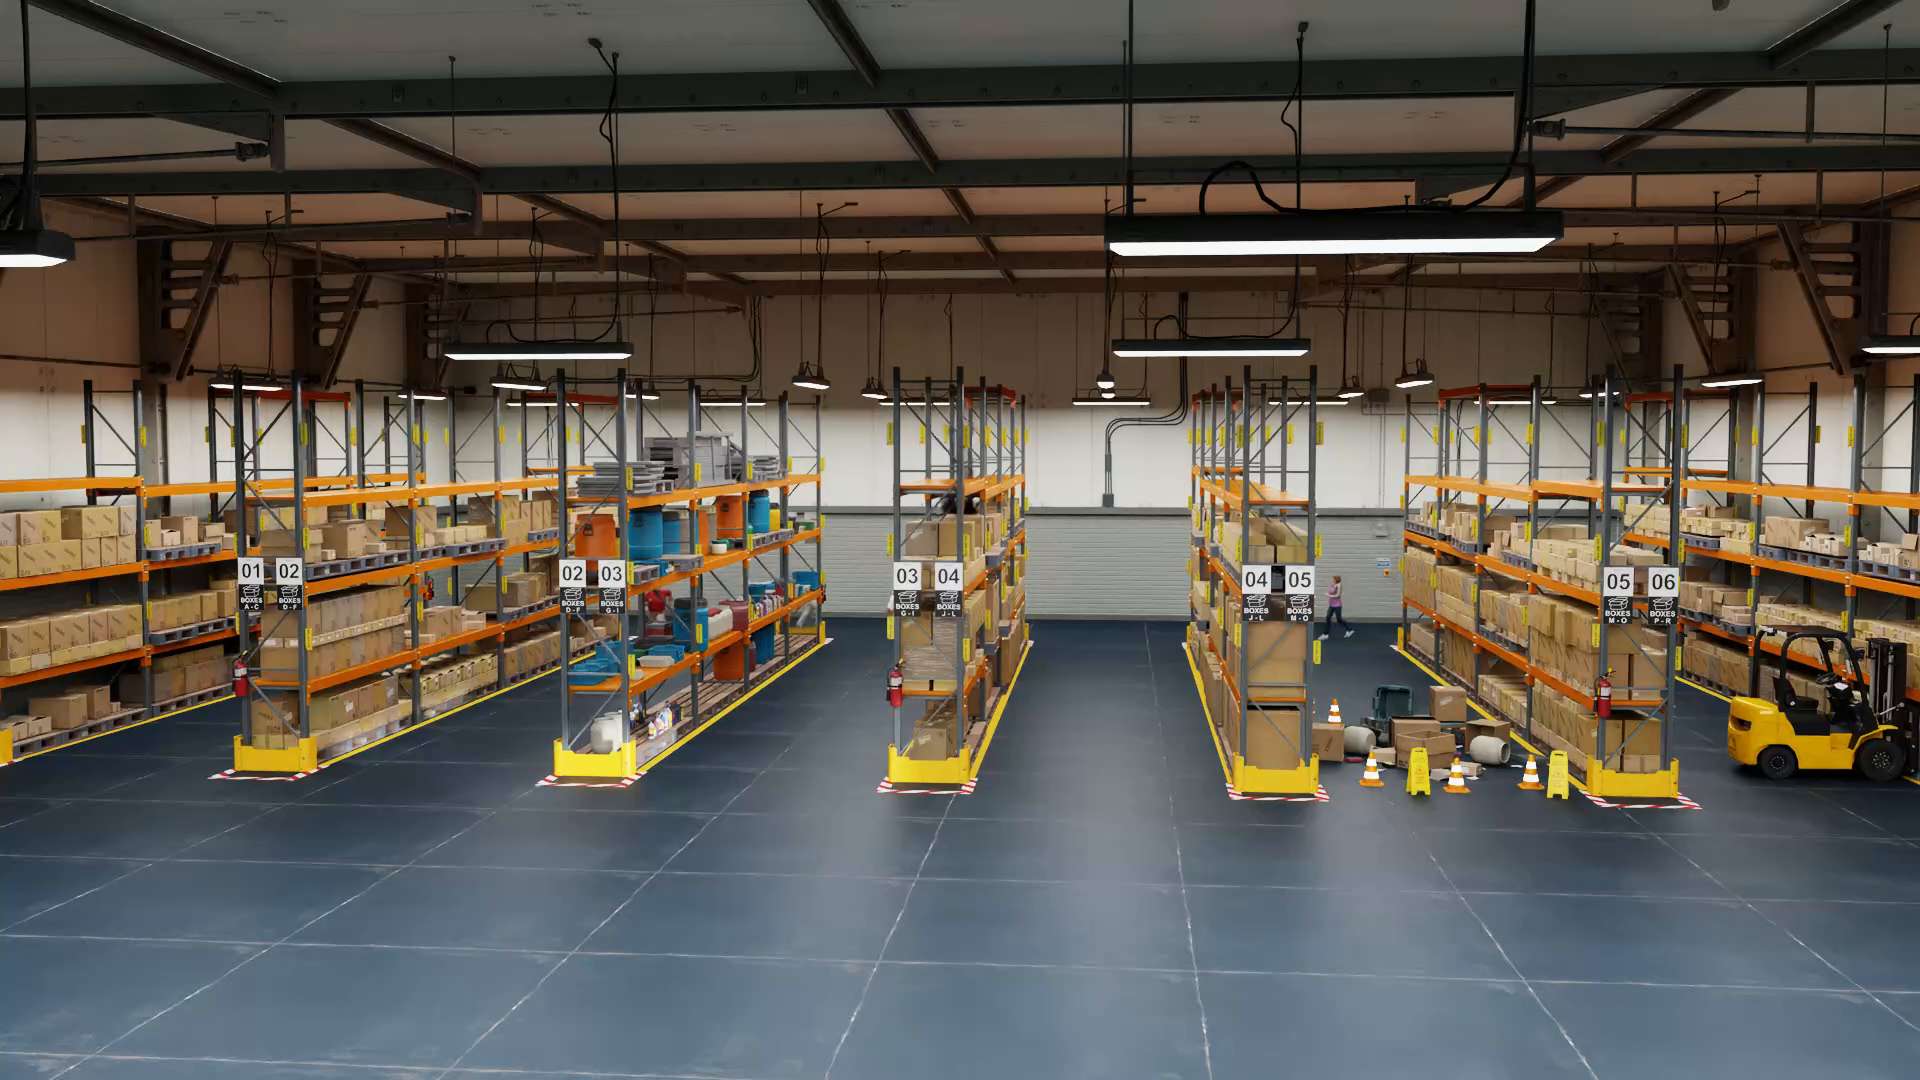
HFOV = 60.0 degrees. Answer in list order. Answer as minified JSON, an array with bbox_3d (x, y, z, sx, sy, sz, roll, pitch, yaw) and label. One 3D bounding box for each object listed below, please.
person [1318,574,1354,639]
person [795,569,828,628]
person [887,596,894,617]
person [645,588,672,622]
[{"bbox_3d":[9.245,1.641,40.873,0.872,1.599,0.530,-1,4,-11],"label":"person"},{"bbox_3d":[-3.792,1.555,42.560,0.883,1.658,0.598,1,4,15],"label":"person"},{"bbox_3d":[-1.177,1.733,34.684,0.686,1.754,0.843,0,4,1],"label":"person"},{"bbox_3d":[-6.999,1.775,38.432,0.640,1.706,0.934,0,4,1],"label":"person"}]
